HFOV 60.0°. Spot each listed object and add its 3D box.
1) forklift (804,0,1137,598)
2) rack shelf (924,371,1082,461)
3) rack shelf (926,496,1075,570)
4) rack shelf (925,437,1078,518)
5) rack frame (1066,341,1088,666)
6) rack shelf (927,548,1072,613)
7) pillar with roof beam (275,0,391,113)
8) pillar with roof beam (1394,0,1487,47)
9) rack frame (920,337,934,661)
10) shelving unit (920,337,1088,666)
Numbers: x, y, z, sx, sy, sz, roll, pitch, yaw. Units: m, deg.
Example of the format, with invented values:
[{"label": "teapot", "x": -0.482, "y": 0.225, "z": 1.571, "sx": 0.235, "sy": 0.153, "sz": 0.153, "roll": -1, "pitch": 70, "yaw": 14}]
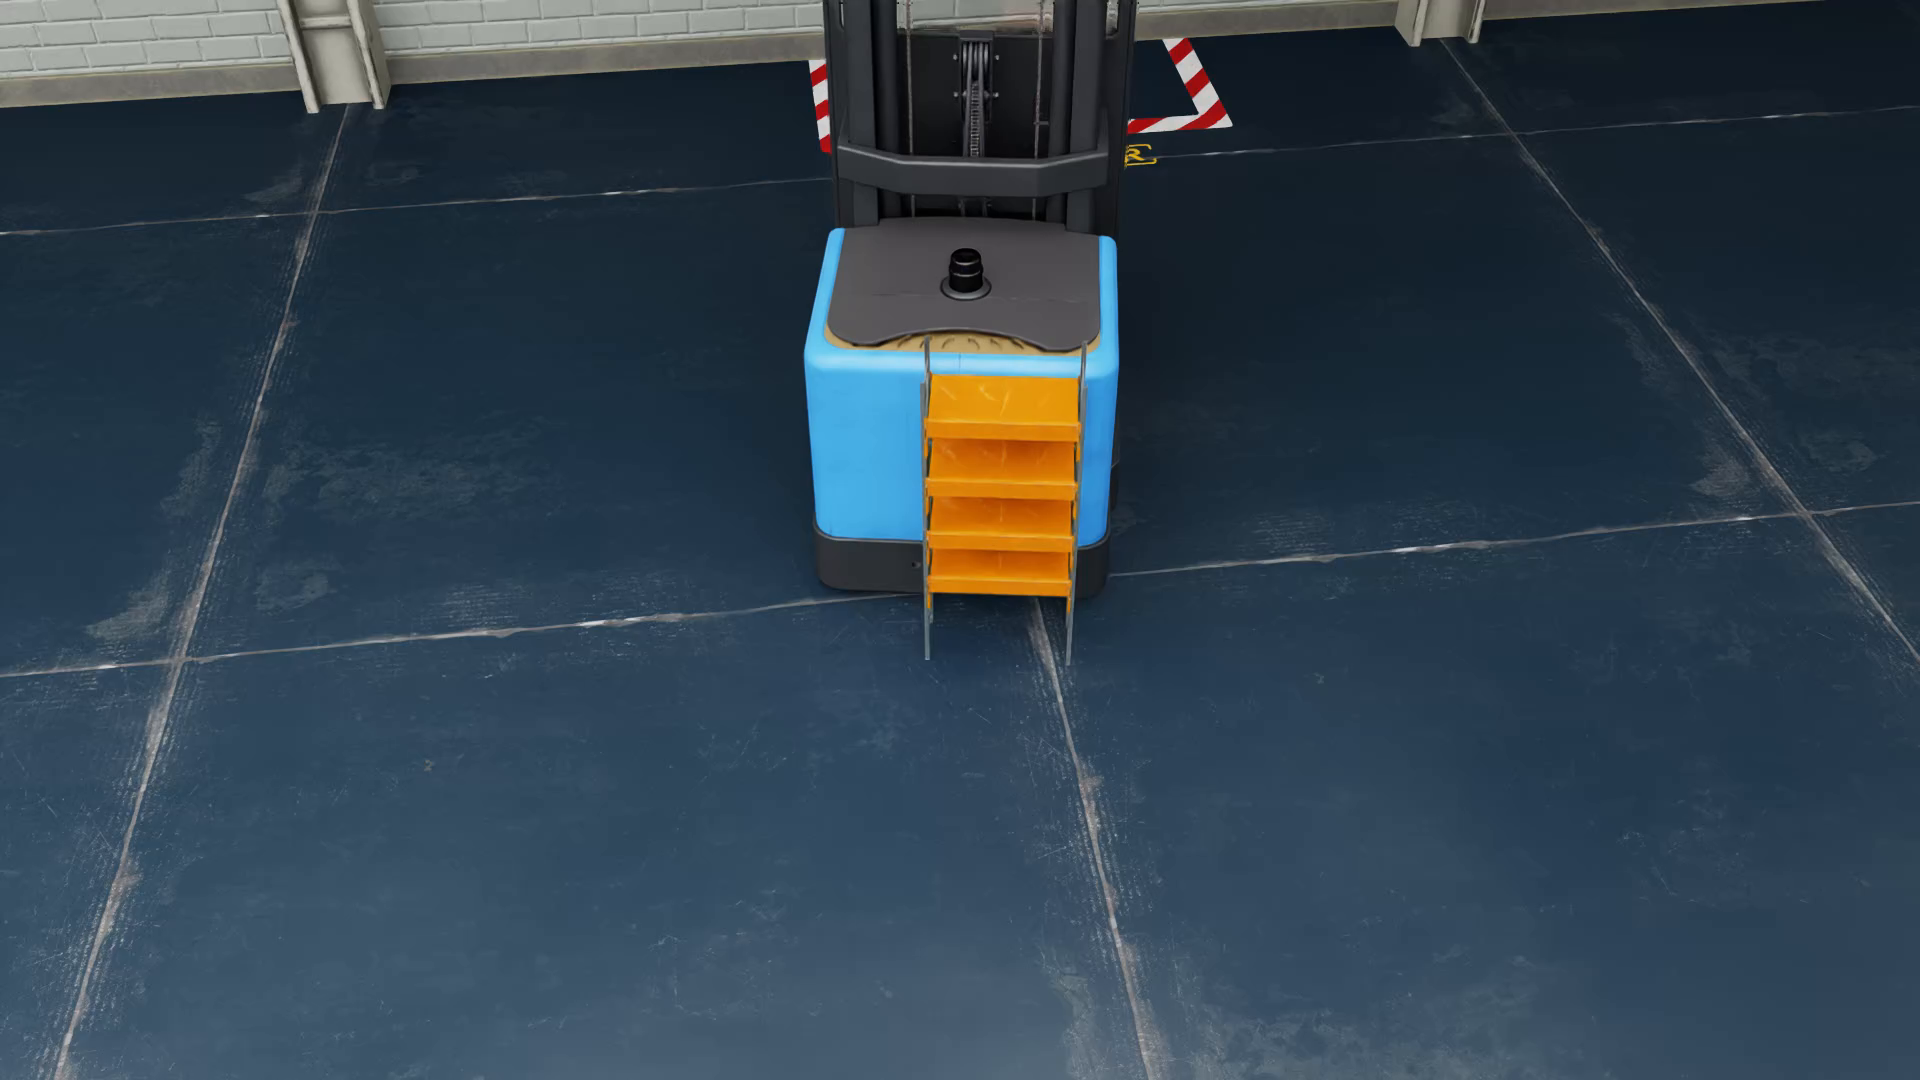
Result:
[{"label": "forklift", "x": 0.081, "y": -1.855, "z": 6.118, "sx": 1.130, "sy": 2.935, "sz": 3.031, "roll": 2, "pitch": 42, "yaw": 2}, {"label": "rack shelf", "x": 0.136, "y": -0.389, "z": 5.199, "sx": 0.480, "sy": 0.148, "sz": 0.258, "roll": 2, "pitch": 42, "yaw": 2}, {"label": "rack shelf", "x": 0.136, "y": -0.047, "z": 5.507, "sx": 0.480, "sy": 0.148, "sz": 0.258, "roll": 2, "pitch": 42, "yaw": 2}, {"label": "rack shelf", "x": 0.136, "y": -0.213, "z": 5.357, "sx": 0.480, "sy": 0.148, "sz": 0.258, "roll": 2, "pitch": 42, "yaw": 2}, {"label": "rack frame", "x": 0.380, "y": -0.090, "z": 5.454, "sx": 0.015, "sy": 1.200, "sz": 0.240, "roll": 2, "pitch": 42, "yaw": 2}, {"label": "rack shelf", "x": 0.136, "y": 0.100, "z": 5.640, "sx": 0.480, "sy": 0.148, "sz": 0.258, "roll": 2, "pitch": 42, "yaw": 2}, {"label": "pillar with roof beam", "x": -2.693, "y": -2.844, "z": 2.684, "sx": 0.400, "sy": 9.000, "sz": 9.100, "roll": -5, "pitch": 42, "yaw": -6}, {"label": "pillar with roof beam", "x": 3.257, "y": -3.365, "z": 3.262, "sx": 0.400, "sy": 9.000, "sz": 9.100, "roll": -5, "pitch": 42, "yaw": -6}, {"label": "rack frame", "x": -0.108, "y": -0.105, "z": 5.470, "sx": 0.015, "sy": 1.200, "sz": 0.240, "roll": 2, "pitch": 42, "yaw": 2}, {"label": "shelving unit", "x": 0.136, "y": -0.097, "z": 5.462, "sx": 0.503, "sy": 1.200, "sz": 0.258, "roll": 2, "pitch": 42, "yaw": 2}]
